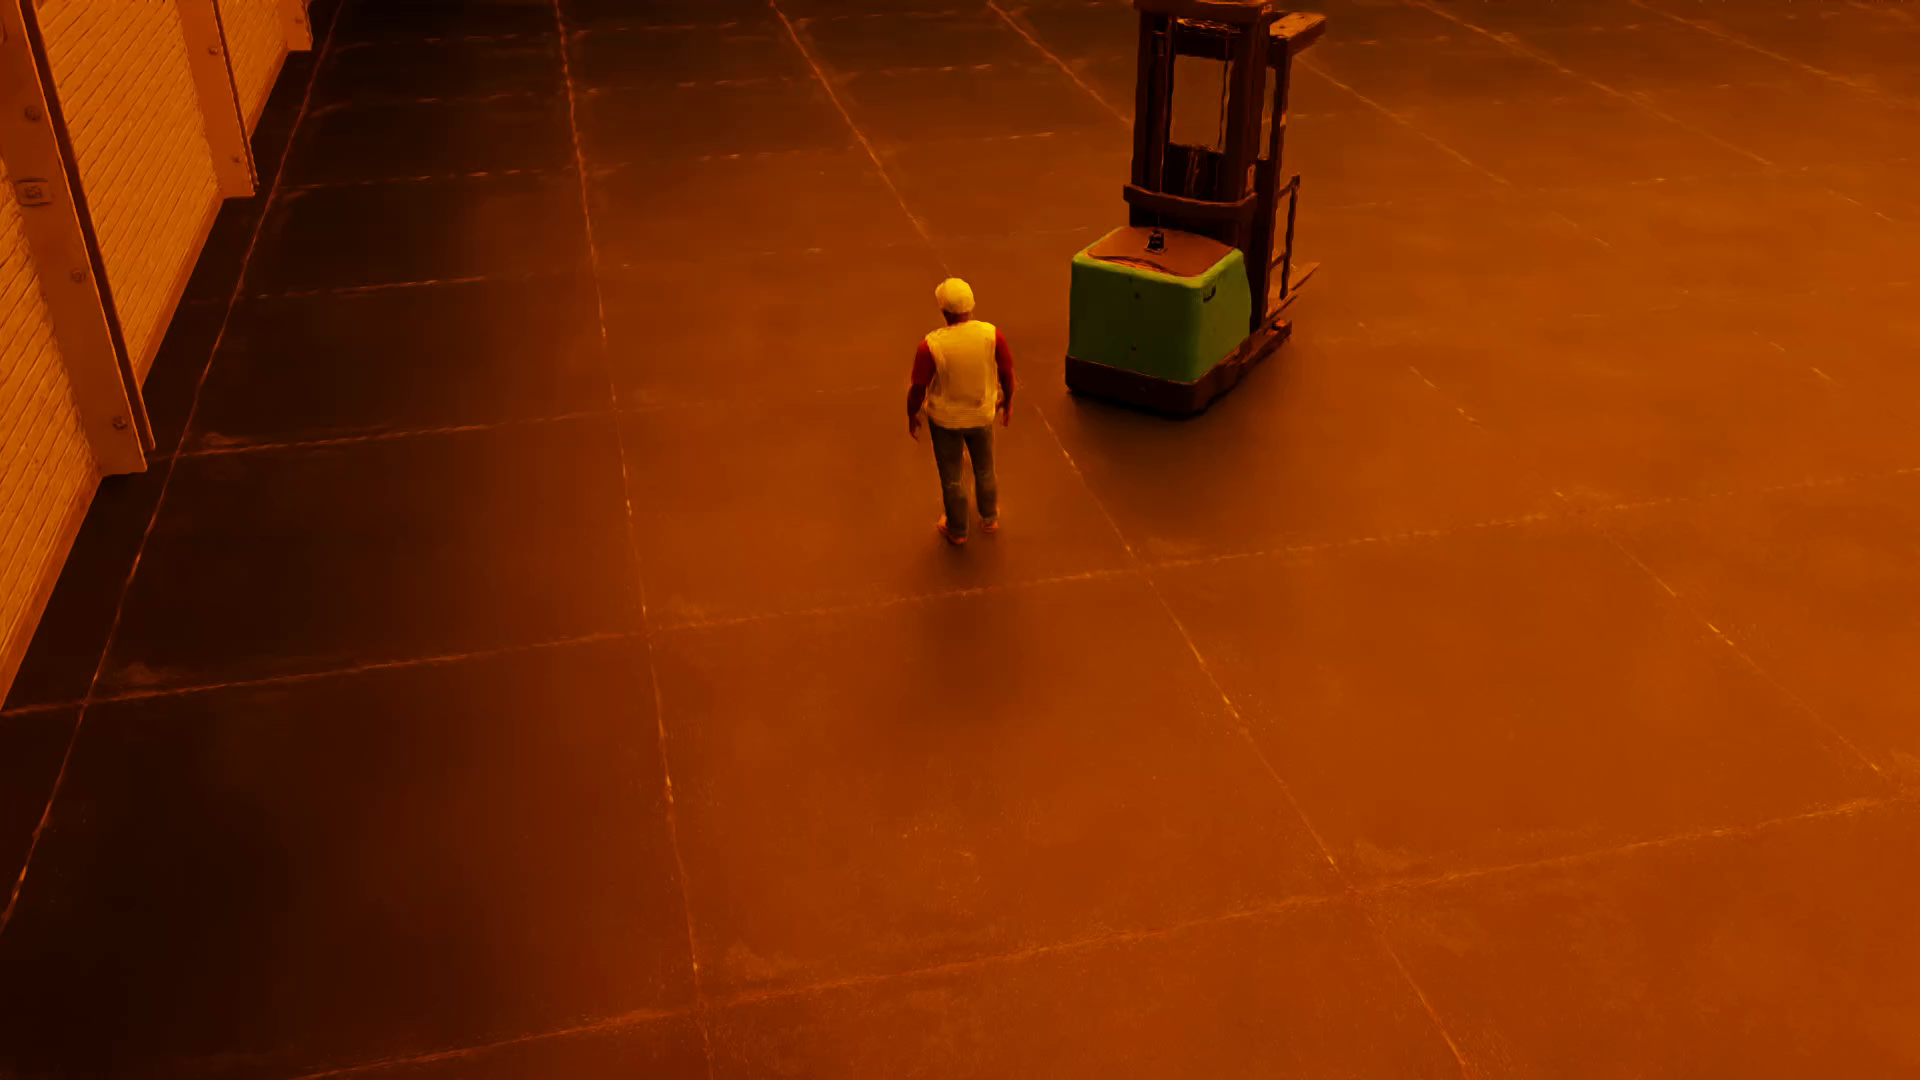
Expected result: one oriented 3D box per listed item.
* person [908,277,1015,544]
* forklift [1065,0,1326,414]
[{"bbox_3d":[-0.011,-0.805,10.114,0.665,1.766,0.576,-7,31,-12],"label":"person"},{"bbox_3d":[1.979,-2.871,12.533,1.130,2.935,3.031,17,34,27],"label":"forklift"}]
